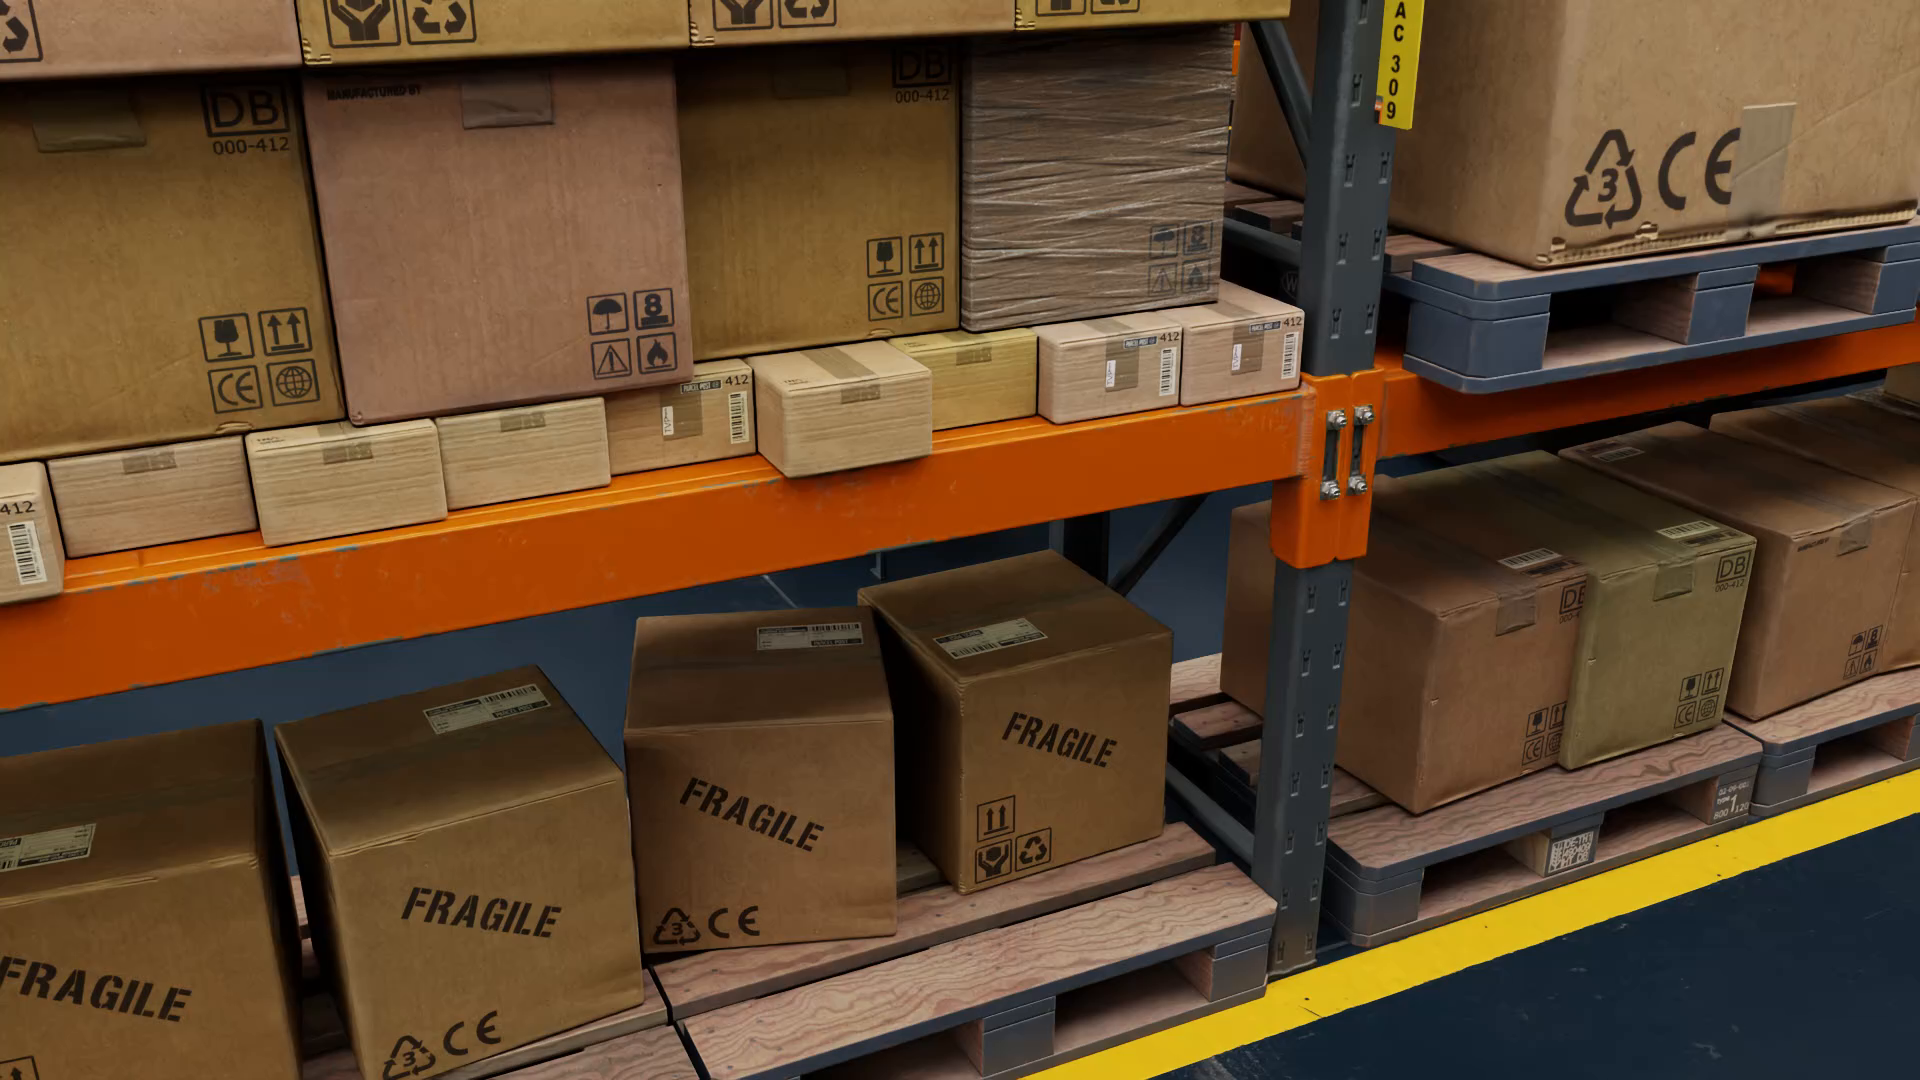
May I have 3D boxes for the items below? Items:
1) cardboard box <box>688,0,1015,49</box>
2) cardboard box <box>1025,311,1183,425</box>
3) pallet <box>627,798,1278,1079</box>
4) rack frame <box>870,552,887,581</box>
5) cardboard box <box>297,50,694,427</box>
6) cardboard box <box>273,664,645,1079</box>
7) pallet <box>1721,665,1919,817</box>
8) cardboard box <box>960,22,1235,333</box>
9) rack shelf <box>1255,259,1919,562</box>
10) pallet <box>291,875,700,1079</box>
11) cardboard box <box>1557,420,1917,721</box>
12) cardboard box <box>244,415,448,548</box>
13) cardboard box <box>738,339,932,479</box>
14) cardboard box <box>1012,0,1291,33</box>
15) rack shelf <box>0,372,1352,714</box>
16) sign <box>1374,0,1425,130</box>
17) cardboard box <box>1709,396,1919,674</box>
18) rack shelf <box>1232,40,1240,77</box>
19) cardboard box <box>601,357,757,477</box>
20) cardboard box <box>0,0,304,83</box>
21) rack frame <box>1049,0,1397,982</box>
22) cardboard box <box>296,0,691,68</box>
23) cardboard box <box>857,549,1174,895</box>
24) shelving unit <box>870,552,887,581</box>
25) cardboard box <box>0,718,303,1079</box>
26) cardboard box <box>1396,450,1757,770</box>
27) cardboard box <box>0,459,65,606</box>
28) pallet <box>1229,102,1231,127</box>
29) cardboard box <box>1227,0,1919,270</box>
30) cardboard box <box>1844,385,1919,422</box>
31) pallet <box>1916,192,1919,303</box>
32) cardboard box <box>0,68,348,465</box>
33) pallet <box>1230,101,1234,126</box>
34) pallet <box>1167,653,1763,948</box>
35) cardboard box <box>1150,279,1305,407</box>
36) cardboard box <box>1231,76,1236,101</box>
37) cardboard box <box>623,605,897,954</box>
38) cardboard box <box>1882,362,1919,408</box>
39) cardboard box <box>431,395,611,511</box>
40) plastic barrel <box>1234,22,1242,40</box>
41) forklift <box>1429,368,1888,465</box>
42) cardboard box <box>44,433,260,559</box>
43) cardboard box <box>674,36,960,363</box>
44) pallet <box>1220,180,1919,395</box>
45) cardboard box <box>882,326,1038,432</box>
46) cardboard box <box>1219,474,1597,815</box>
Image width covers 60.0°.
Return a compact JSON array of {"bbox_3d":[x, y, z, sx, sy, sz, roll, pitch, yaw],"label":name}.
[{"bbox_3d":[-0.249,-1.030,2.489,0.500,0.500,0.500,-10,25,-24],"label":"cardboard box"},{"bbox_3d":[0.192,-0.346,2.992,0.250,0.149,0.380,-10,25,-24],"label":"cardboard box"},{"bbox_3d":[-0.102,0.775,3.602,1.213,0.211,1.003,-10,25,-24],"label":"pallet"},{"bbox_3d":[-0.336,-0.631,5.314,0.023,1.500,0.400,-10,25,-24],"label":"rack frame"},{"bbox_3d":[-0.818,-0.579,2.707,0.500,0.500,0.875,-10,25,-24],"label":"cardboard box"},{"bbox_3d":[-0.929,0.604,3.088,0.500,0.500,0.500,-13,26,-28],"label":"cardboard box"},{"bbox_3d":[2.289,0.318,4.706,1.213,0.211,1.003,-10,25,-24],"label":"pallet"},{"bbox_3d":[0.055,-0.767,3.162,0.500,0.500,0.875,-10,25,-24],"label":"cardboard box"},{"bbox_3d":[2.289,-0.637,4.306,4.000,0.370,1.077,-10,25,-24],"label":"rack shelf"},{"bbox_3d":[-1.203,0.979,3.110,1.213,0.211,1.003,-10,25,-24],"label":"pallet"},{"bbox_3d":[1.992,0.055,4.389,0.500,0.500,0.700,-13,26,-28],"label":"cardboard box"},{"bbox_3d":[-0.937,-0.140,2.496,0.250,0.149,0.380,-10,25,-24],"label":"cardboard box"},{"bbox_3d":[-0.237,-0.245,2.749,0.250,0.149,0.380,-10,25,-24],"label":"cardboard box"},{"bbox_3d":[0.201,-1.113,2.691,0.500,0.500,0.500,-10,25,-24],"label":"cardboard box"},{"bbox_3d":[-1.315,0.027,2.703,4.000,0.370,1.077,-10,25,-24],"label":"rack shelf"},{"bbox_3d":[0.730,-0.851,2.753,0.005,0.325,0.100,-10,25,-24],"label":"sign"},{"bbox_3d":[2.494,-0.038,4.613,0.500,0.500,0.700,-8,24,-19],"label":"cardboard box"},{"bbox_3d":[0.141,-2.343,8.430,4.000,0.370,1.077,-10,25,-24],"label":"rack shelf"},{"bbox_3d":[-0.519,-0.249,2.759,0.250,0.149,0.380,-10,25,-24],"label":"cardboard box"},{"bbox_3d":[-1.152,-0.866,2.092,0.500,0.500,0.500,-10,25,-24],"label":"cardboard box"},{"bbox_3d":[0.487,-0.637,3.367,0.127,3.000,1.000,-10,25,-24],"label":"rack frame"},{"bbox_3d":[-0.700,-0.947,2.290,0.500,0.500,0.500,-10,25,-24],"label":"cardboard box"},{"bbox_3d":[0.110,0.376,3.638,0.500,0.500,0.500,-11,25,-25],"label":"cardboard box"},{"bbox_3d":[-0.006,-0.692,5.460,0.755,1.500,0.431,-10,25,-24],"label":"shelving unit"},{"bbox_3d":[-1.451,0.681,2.902,0.500,0.500,0.500,-8,24,-19],"label":"cardboard box"},{"bbox_3d":[1.488,0.147,4.165,0.500,0.500,0.700,-11,25,-24],"label":"cardboard box"},{"bbox_3d":[-1.363,-0.038,2.249,0.250,0.149,0.380,-10,25,-24],"label":"cardboard box"},{"bbox_3d":[1.585,-3.738,14.506,1.213,0.211,1.003,-10,25,-24],"label":"pallet"},{"bbox_3d":[1.264,-1.192,3.374,1.000,1.000,1.000,-10,25,-23],"label":"cardboard box"},{"bbox_3d":[3.002,-0.135,4.846,0.500,0.500,0.700,-13,26,-28],"label":"cardboard box"},{"bbox_3d":[2.326,-0.870,4.180,1.213,0.211,1.003,-10,25,-24],"label":"pallet"},{"bbox_3d":[-1.286,-0.510,2.541,0.500,0.500,0.875,-10,25,-24],"label":"cardboard box"},{"bbox_3d":[2.686,-3.942,14.998,1.213,0.211,1.003,-10,25,-24],"label":"pallet"},{"bbox_3d":[1.188,0.522,4.214,1.213,0.211,1.003,-10,25,-24],"label":"pallet"},{"bbox_3d":[0.421,-0.384,3.084,0.250,0.149,0.380,-10,25,-24],"label":"cardboard box"},{"bbox_3d":[2.181,-4.084,14.388,0.500,0.500,0.500,-10,25,-23],"label":"cardboard box"},{"bbox_3d":[-0.403,0.474,3.402,0.500,0.500,0.500,-3,23,-7],"label":"cardboard box"},{"bbox_3d":[3.027,-0.482,4.706,0.500,0.250,0.500,-8,24,-18],"label":"cardboard box"},{"bbox_3d":[-0.727,-0.194,2.625,0.250,0.149,0.380,-10,25,-24],"label":"cardboard box"},{"bbox_3d":[1.657,-2.889,8.630,0.708,0.536,0.600,-10,25,-24],"label":"plastic barrel"},{"bbox_3d":[3.152,-1.880,6.459,3.031,2.935,1.130,-11,25,-24],"label":"forklift"},{"bbox_3d":[-1.195,-0.125,2.459,0.250,0.149,0.380,-10,25,-24],"label":"cardboard box"},{"bbox_3d":[-0.411,-0.697,2.991,0.500,0.500,0.875,-10,25,-24],"label":"cardboard box"},{"bbox_3d":[1.239,-0.625,3.589,1.213,0.211,1.003,-10,25,-24],"label":"pallet"},{"bbox_3d":[-0.060,-0.325,2.942,0.250,0.149,0.380,-10,25,-24],"label":"cardboard box"},{"bbox_3d":[1.050,0.220,3.989,0.500,0.500,0.700,-13,26,-28],"label":"cardboard box"}]
